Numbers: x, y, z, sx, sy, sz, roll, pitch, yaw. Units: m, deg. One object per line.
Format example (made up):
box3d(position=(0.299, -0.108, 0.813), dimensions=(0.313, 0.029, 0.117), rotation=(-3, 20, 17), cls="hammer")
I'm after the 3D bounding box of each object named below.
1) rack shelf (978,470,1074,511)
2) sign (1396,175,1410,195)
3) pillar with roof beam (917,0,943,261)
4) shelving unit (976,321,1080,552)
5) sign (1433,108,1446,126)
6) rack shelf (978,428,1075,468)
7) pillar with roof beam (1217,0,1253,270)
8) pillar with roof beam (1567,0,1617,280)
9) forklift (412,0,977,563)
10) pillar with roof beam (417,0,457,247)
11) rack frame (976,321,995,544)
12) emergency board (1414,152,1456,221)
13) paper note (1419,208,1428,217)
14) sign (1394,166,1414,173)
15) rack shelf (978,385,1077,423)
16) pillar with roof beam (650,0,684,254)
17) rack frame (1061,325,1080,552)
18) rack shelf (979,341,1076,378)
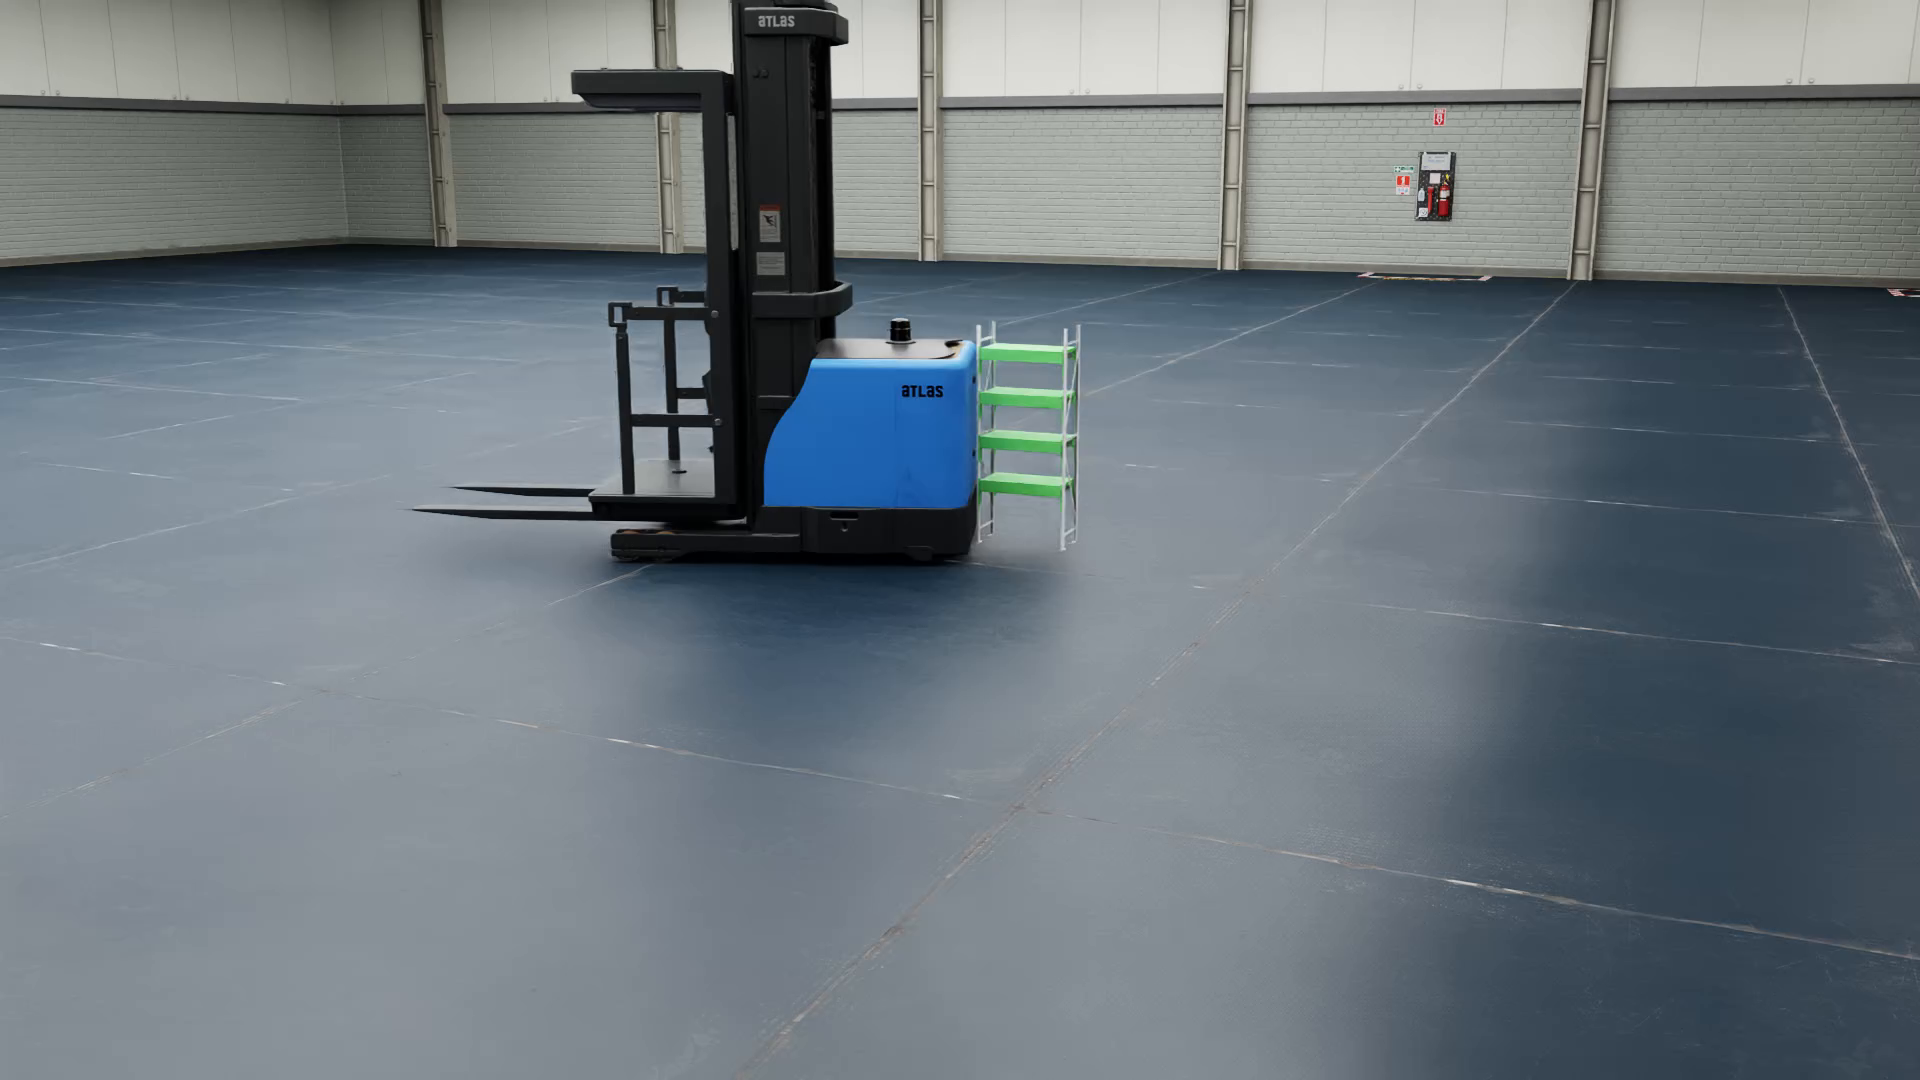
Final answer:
box3d(position=(0.368, -0.272, 9.116), dimensions=(0.480, 0.148, 0.258), rotation=(5, 14, 21), cls="rack shelf")
box3d(position=(7.694, -6.163, 28.875), dimensions=(0.234, 0.329, 0.001), rotation=(6, 14, 23), cls="sign")
box3d(position=(-2.313, -8.968, 27.775), dimensions=(0.400, 9.000, 9.100), rotation=(6, 14, 23), cls="pillar with roof beam")
box3d(position=(0.368, -0.567, 9.047), dimensions=(0.503, 1.200, 0.258), rotation=(5, 14, 21), cls="shelving unit")
box3d(position=(8.191, -7.223, 28.396), dimensions=(0.199, 0.298, 0.001), rotation=(6, 14, 23), cls="sign")
box3d(position=(0.368, -0.505, 9.061), dimensions=(0.480, 0.148, 0.258), rotation=(5, 14, 21), cls="rack shelf")
box3d(position=(3.172, -8.413, 25.410), dimensions=(0.400, 9.000, 9.100), rotation=(6, 14, 23), cls="pillar with roof beam")
box3d(position=(8.658, -7.858, 23.044), dimensions=(0.400, 9.000, 9.100), rotation=(6, 14, 23), cls="pillar with roof beam")
box3d(position=(-1.433, -1.427, 8.919), dimensions=(3.031, 2.935, 1.130), rotation=(1, 13, 4), cls="forklift")
box3d(position=(-13.285, -10.078, 32.507), dimensions=(0.400, 9.000, 9.100), rotation=(6, 14, 23), cls="pillar with roof beam")
box3d(position=(0.142, -0.588, 9.135), dimensions=(0.015, 1.200, 0.240), rotation=(5, 14, 21), cls="rack frame")
box3d(position=(8.158, -6.073, 28.569), dimensions=(0.643, 1.169, 0.194), rotation=(6, 14, 23), cls="emergency board")
box3d(position=(8.024, -5.675, 28.801), dimensions=(0.142, 0.148, 0.016), rotation=(6, 14, 23), cls="paper note")
box3d(position=(7.695, -6.419, 28.805), dimensions=(0.331, 0.109, 0.001), rotation=(6, 14, 23), cls="sign")
box3d(position=(0.368, -0.739, 9.007), dimensions=(0.480, 0.148, 0.258), rotation=(5, 14, 21), cls="rack shelf")
box3d(position=(-7.799, -9.523, 30.141), dimensions=(0.400, 9.000, 9.100), rotation=(6, 14, 23), cls="pillar with roof beam")
box3d(position=(0.595, -0.547, 8.959), dimensions=(0.015, 1.200, 0.240), rotation=(5, 14, 21), cls="rack frame")
box3d(position=(0.368, -0.973, 8.952), dimensions=(0.480, 0.148, 0.258), rotation=(5, 14, 21), cls="rack shelf")
